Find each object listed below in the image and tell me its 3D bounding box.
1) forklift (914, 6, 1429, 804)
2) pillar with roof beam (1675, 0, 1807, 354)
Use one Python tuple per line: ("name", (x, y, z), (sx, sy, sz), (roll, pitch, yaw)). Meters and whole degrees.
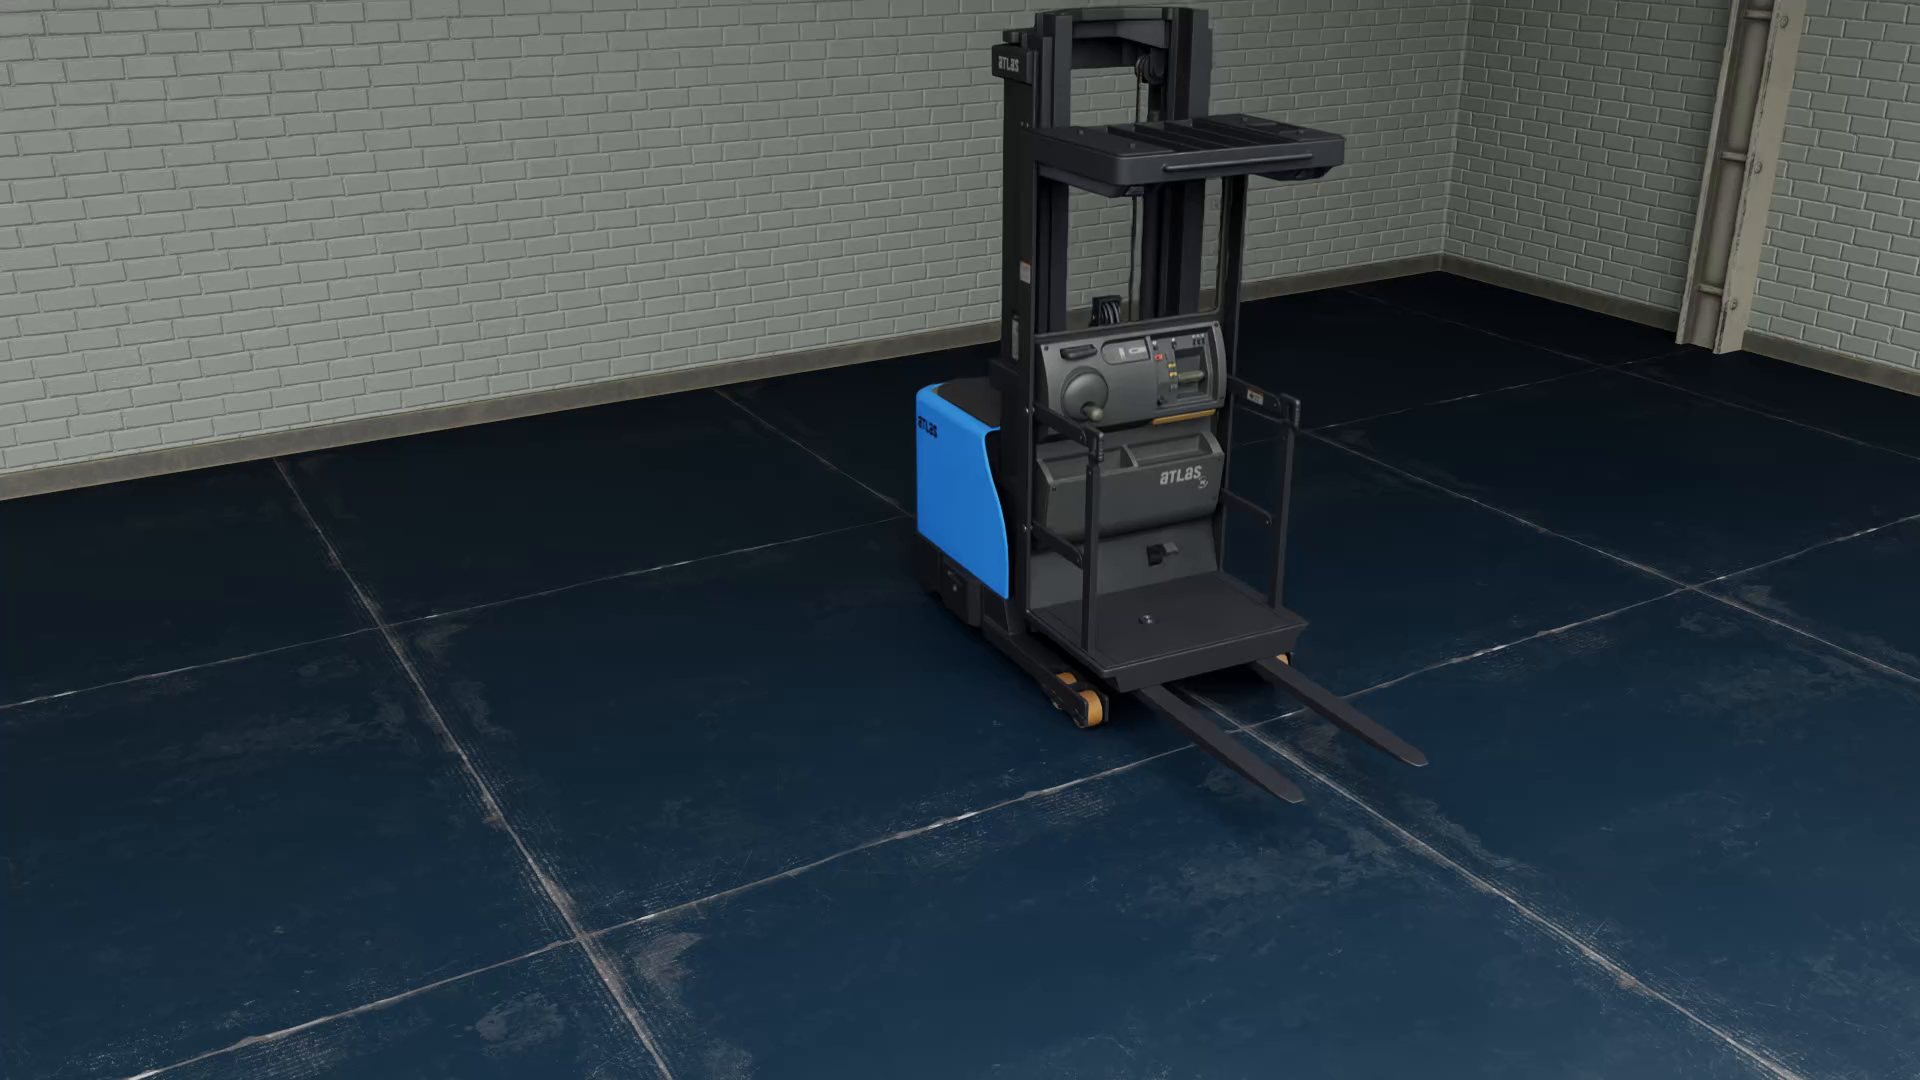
("forklift", (0.874, -0.724, 7.200), (1.130, 2.935, 3.031), (-11, 24, -25))
("pillar with roof beam", (2.183, -4.867, 9.335), (9.100, 9.000, 0.400), (-13, 25, -28))
